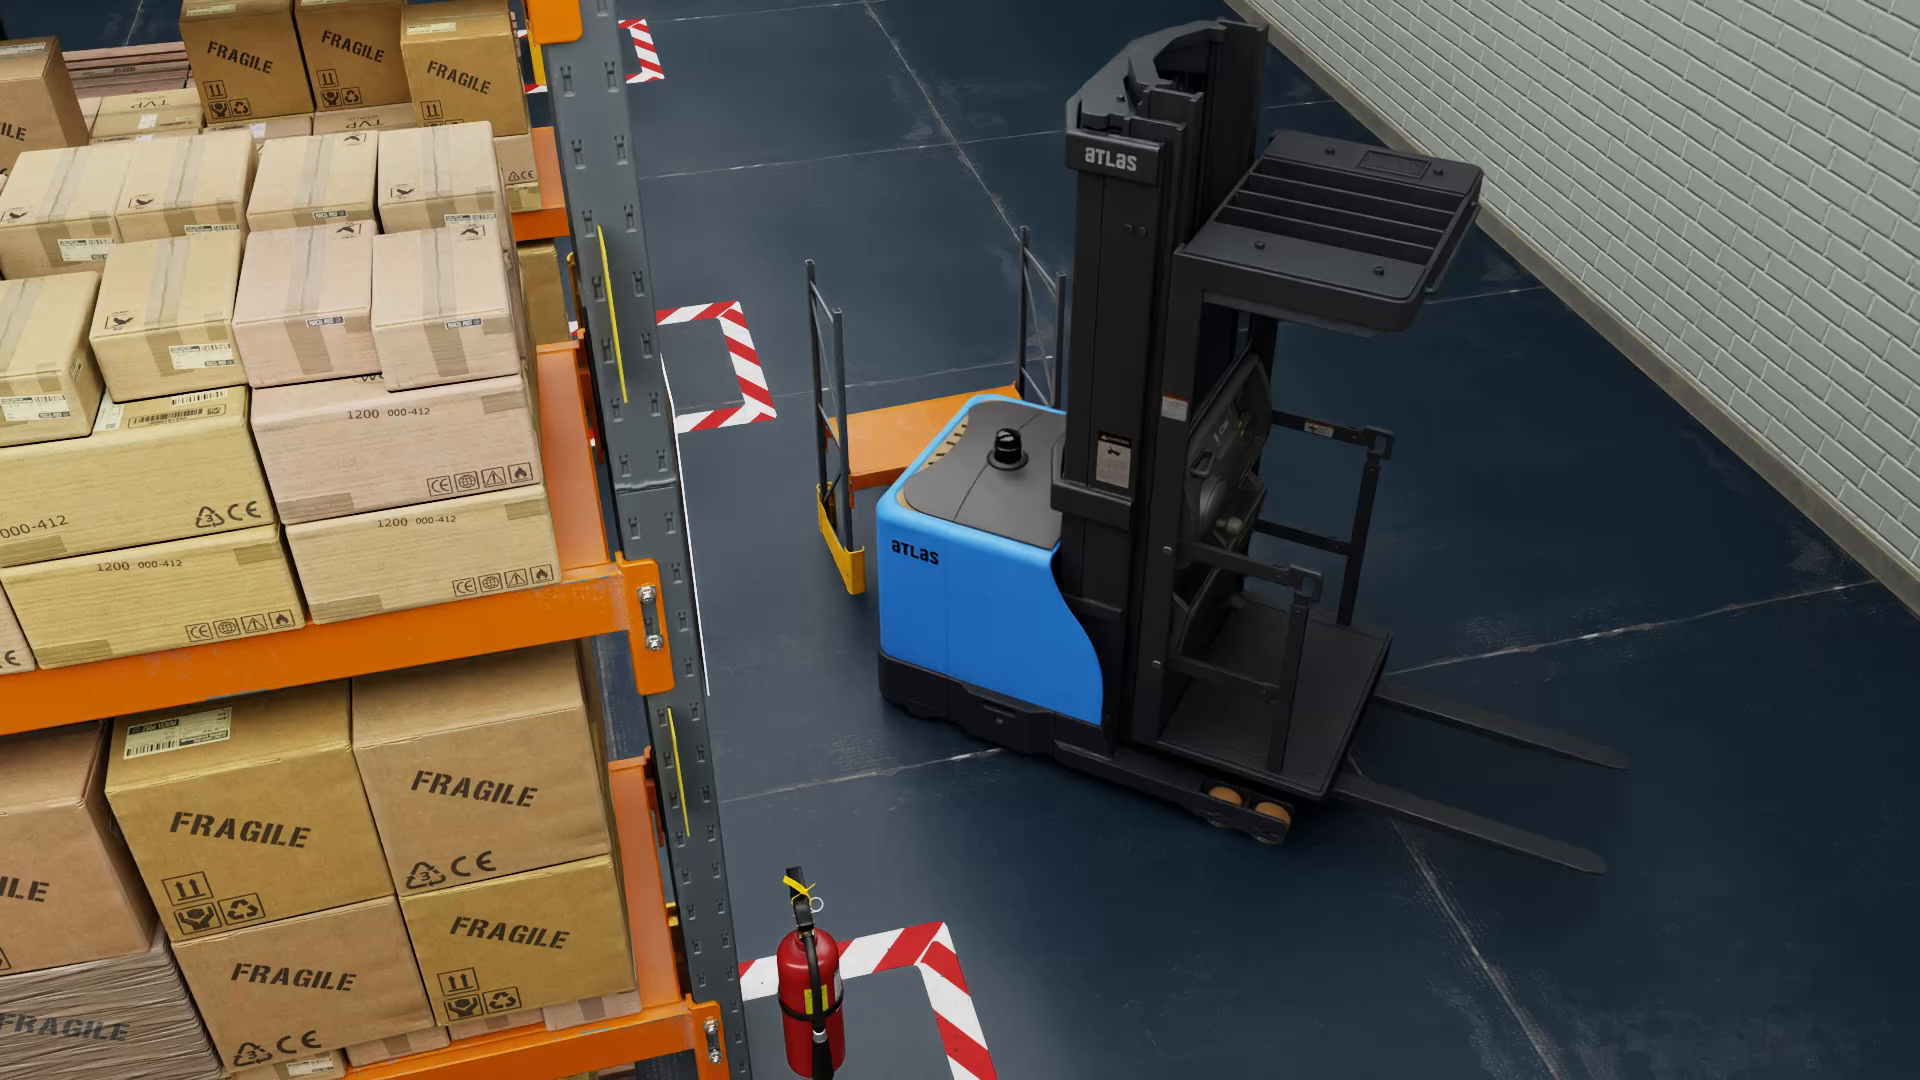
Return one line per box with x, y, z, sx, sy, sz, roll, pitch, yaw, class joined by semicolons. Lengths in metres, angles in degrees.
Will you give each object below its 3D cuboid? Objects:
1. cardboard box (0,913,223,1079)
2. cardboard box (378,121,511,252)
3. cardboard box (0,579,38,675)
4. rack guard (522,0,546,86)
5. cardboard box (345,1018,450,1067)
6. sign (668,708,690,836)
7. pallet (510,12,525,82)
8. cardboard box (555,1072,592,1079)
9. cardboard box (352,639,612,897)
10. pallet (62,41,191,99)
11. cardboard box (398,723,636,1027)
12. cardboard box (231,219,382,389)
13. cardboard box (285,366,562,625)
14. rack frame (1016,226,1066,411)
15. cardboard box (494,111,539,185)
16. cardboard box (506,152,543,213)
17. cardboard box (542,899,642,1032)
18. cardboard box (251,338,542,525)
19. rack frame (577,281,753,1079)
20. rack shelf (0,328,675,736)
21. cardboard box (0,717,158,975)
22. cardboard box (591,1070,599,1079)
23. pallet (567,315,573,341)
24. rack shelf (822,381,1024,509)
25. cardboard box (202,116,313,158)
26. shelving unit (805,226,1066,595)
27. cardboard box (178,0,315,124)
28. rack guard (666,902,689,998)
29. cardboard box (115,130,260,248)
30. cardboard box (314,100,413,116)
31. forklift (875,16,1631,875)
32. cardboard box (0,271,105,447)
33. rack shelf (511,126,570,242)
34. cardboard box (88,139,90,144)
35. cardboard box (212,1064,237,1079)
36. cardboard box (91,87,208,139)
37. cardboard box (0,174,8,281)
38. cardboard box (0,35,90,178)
-2.127;1.025;4.094;0.500;0.500;0.500;-9;38;-12;cardboard box
-1.147;-0.775;3.689;0.250;0.149;0.380;-10;38;-12;cardboard box
-2.118;0.047;3.354;0.500;0.250;0.500;-8;38;-10;cardboard box
-3.242;-4.053;13.117;0.348;0.500;1.175;-9;38;-12;rack guard
-1.504;1.179;4.426;0.250;0.149;0.380;-10;38;-12;cardboard box
-0.650;0.539;3.843;0.005;0.325;0.100;-9;38;-12;sign
-4.068;-3.819;13.048;1.213;0.211;1.003;-9;38;-12;pallet
-1.220;1.758;4.974;0.250;0.149;0.380;-9;38;-11;cardboard box
-1.152;0.459;4.010;0.500;0.500;0.500;-10;39;-13;cardboard box
-6.424;-3.433;12.543;1.213;0.211;1.003;-9;38;-12;pallet
-1.142;0.860;4.309;0.500;0.500;0.500;-9;38;-11;cardboard box
-1.277;-0.474;3.295;0.250;0.149;0.380;-9;38;-11;cardboard box
-1.145;-0.109;3.557;0.500;0.250;0.500;-10;39;-13;cardboard box
0.370;-0.703;7.914;0.032;1.500;0.500;-12;39;-15;rack frame
-2.369;-1.956;8.196;0.500;0.250;0.500;-10;39;-13;cardboard box
-2.228;-1.780;8.294;0.250;0.149;0.380;-9;38;-11;cardboard box
-1.016;1.113;4.512;0.250;0.149;0.380;-9;38;-12;cardboard box
-1.153;-0.312;3.412;0.500;0.250;0.500;-10;39;-13;cardboard box
-0.775;0.796;4.720;0.127;3.000;1.000;-9;38;-12;rack frame
-2.706;0.207;3.613;4.000;0.370;1.077;-9;38;-12;rack shelf
-2.141;0.627;3.791;0.500;0.500;0.500;-7;38;-10;cardboard box
-1.364;1.657;5.596;0.250;0.149;0.380;-9;38;-11;cardboard box
-2.722;-0.849;9.166;1.213;0.211;1.003;-9;38;-12;pallet
-0.112;-0.461;7.894;1.000;0.185;0.538;-12;39;-15;rack shelf
-3.350;-1.795;7.985;0.500;0.250;0.500;-11;39;-13;cardboard box
-0.103;-0.606;7.787;1.083;1.500;0.587;-12;39;-15;shelving unit
-3.486;-2.403;8.164;0.500;0.500;0.500;-10;39;-13;cardboard box
-0.848;1.801;5.464;0.348;0.500;1.175;-9;38;-12;rack guard
-1.679;-0.745;3.650;0.250;0.149;0.380;-9;38;-12;cardboard box
-3.004;-2.184;8.494;0.500;0.250;0.500;-10;38;-12;cardboard box
1.199;-0.322;6.238;3.031;2.935;1.130;17;40;20;forklift
-1.757;-0.340;3.120;0.250;0.149;0.380;-9;38;-11;cardboard box
-3.901;-1.527;8.349;4.000;0.370;1.077;-9;38;-12;rack shelf
-4.330;-1.636;7.778;0.500;0.250;0.500;-8;38;-11;cardboard box
-2.006;1.258;4.323;0.250;0.149;0.380;-11;39;-14;cardboard box
-3.993;-2.021;8.281;0.500;0.250;0.500;-10;39;-13;cardboard box
-2.135;-0.604;3.465;0.250;0.149;0.380;-8;38;-11;cardboard box
-4.325;-1.937;7.554;0.500;0.500;0.500;-10;39;-13;cardboard box
